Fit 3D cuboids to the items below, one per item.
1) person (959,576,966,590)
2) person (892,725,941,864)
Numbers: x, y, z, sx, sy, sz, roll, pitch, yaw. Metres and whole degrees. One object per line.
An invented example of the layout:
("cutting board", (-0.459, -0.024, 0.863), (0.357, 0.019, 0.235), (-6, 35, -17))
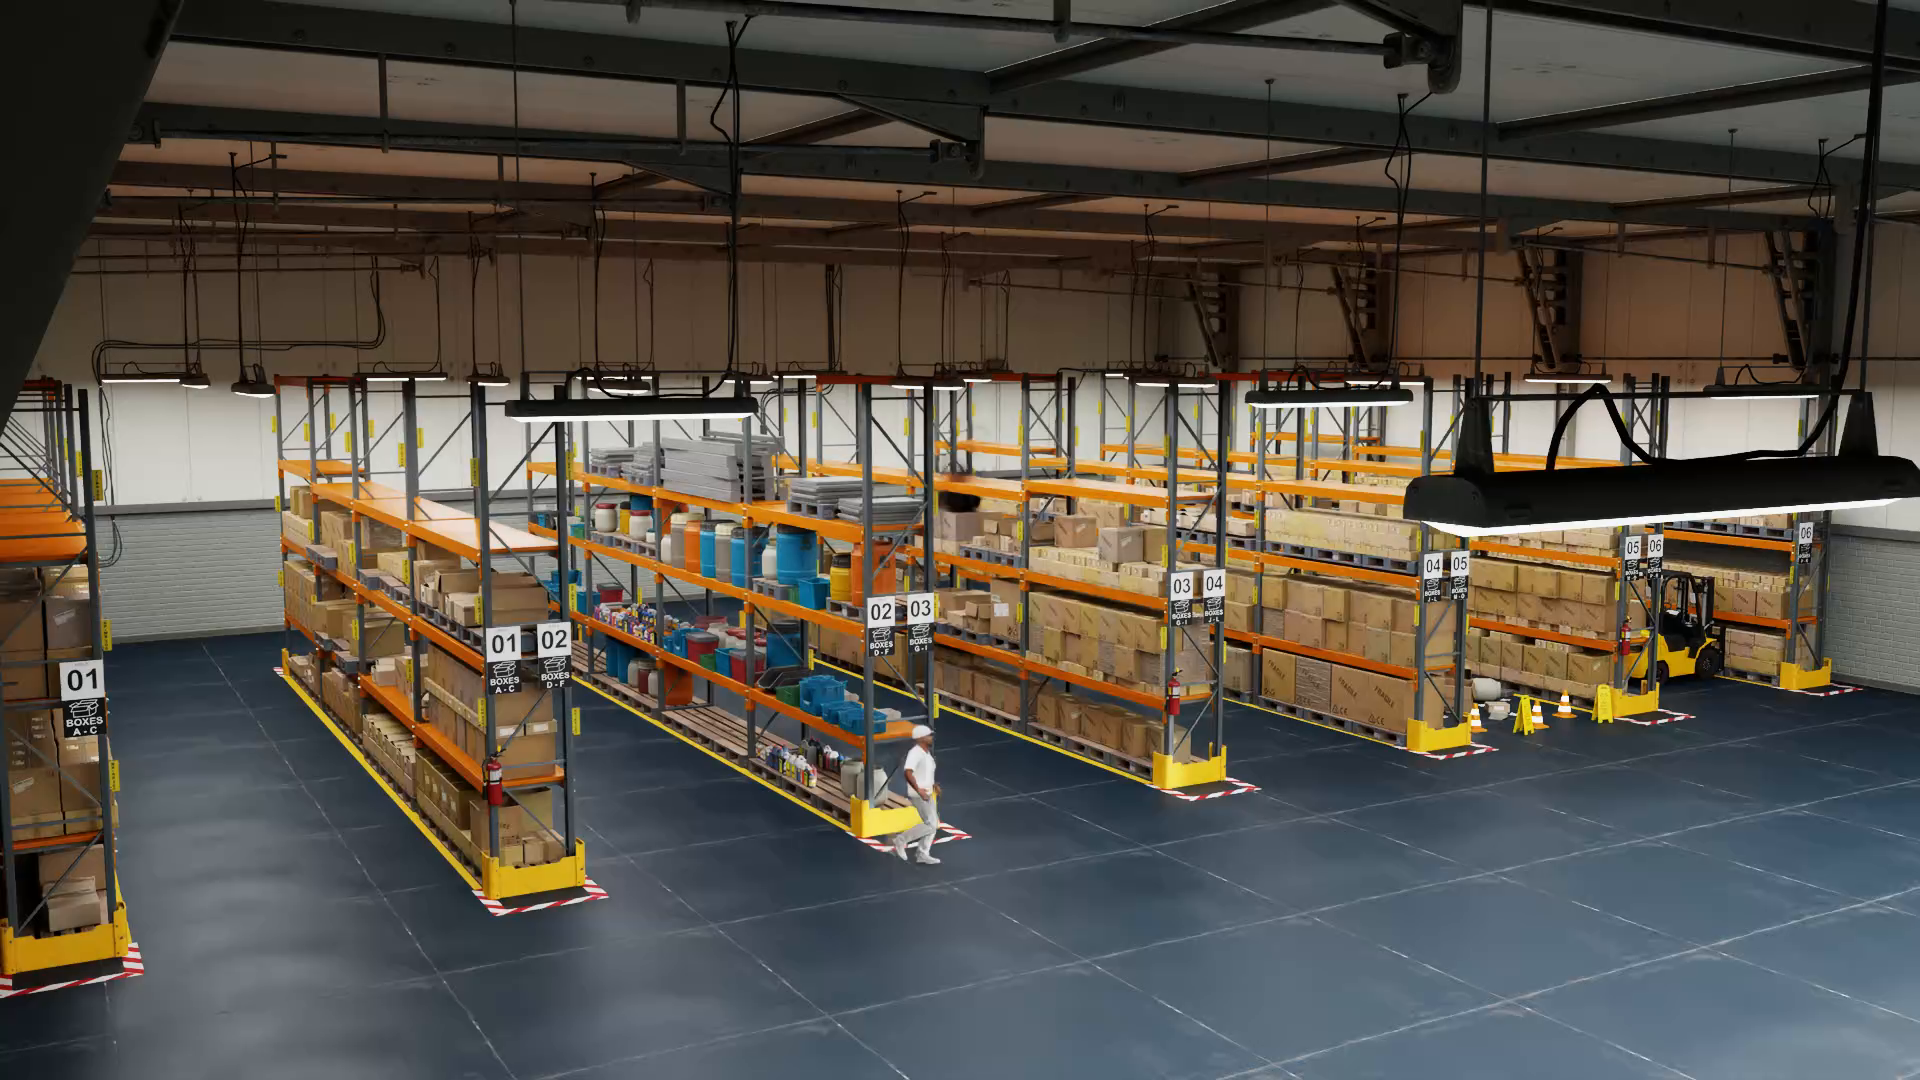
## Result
("person", (0.101, 0.846, 42.520), (0.709, 1.726, 0.542), (-3, 7, -25))
("person", (-0.530, 3.189, 20.997), (0.593, 1.711, 0.752), (1, 6, 5))
